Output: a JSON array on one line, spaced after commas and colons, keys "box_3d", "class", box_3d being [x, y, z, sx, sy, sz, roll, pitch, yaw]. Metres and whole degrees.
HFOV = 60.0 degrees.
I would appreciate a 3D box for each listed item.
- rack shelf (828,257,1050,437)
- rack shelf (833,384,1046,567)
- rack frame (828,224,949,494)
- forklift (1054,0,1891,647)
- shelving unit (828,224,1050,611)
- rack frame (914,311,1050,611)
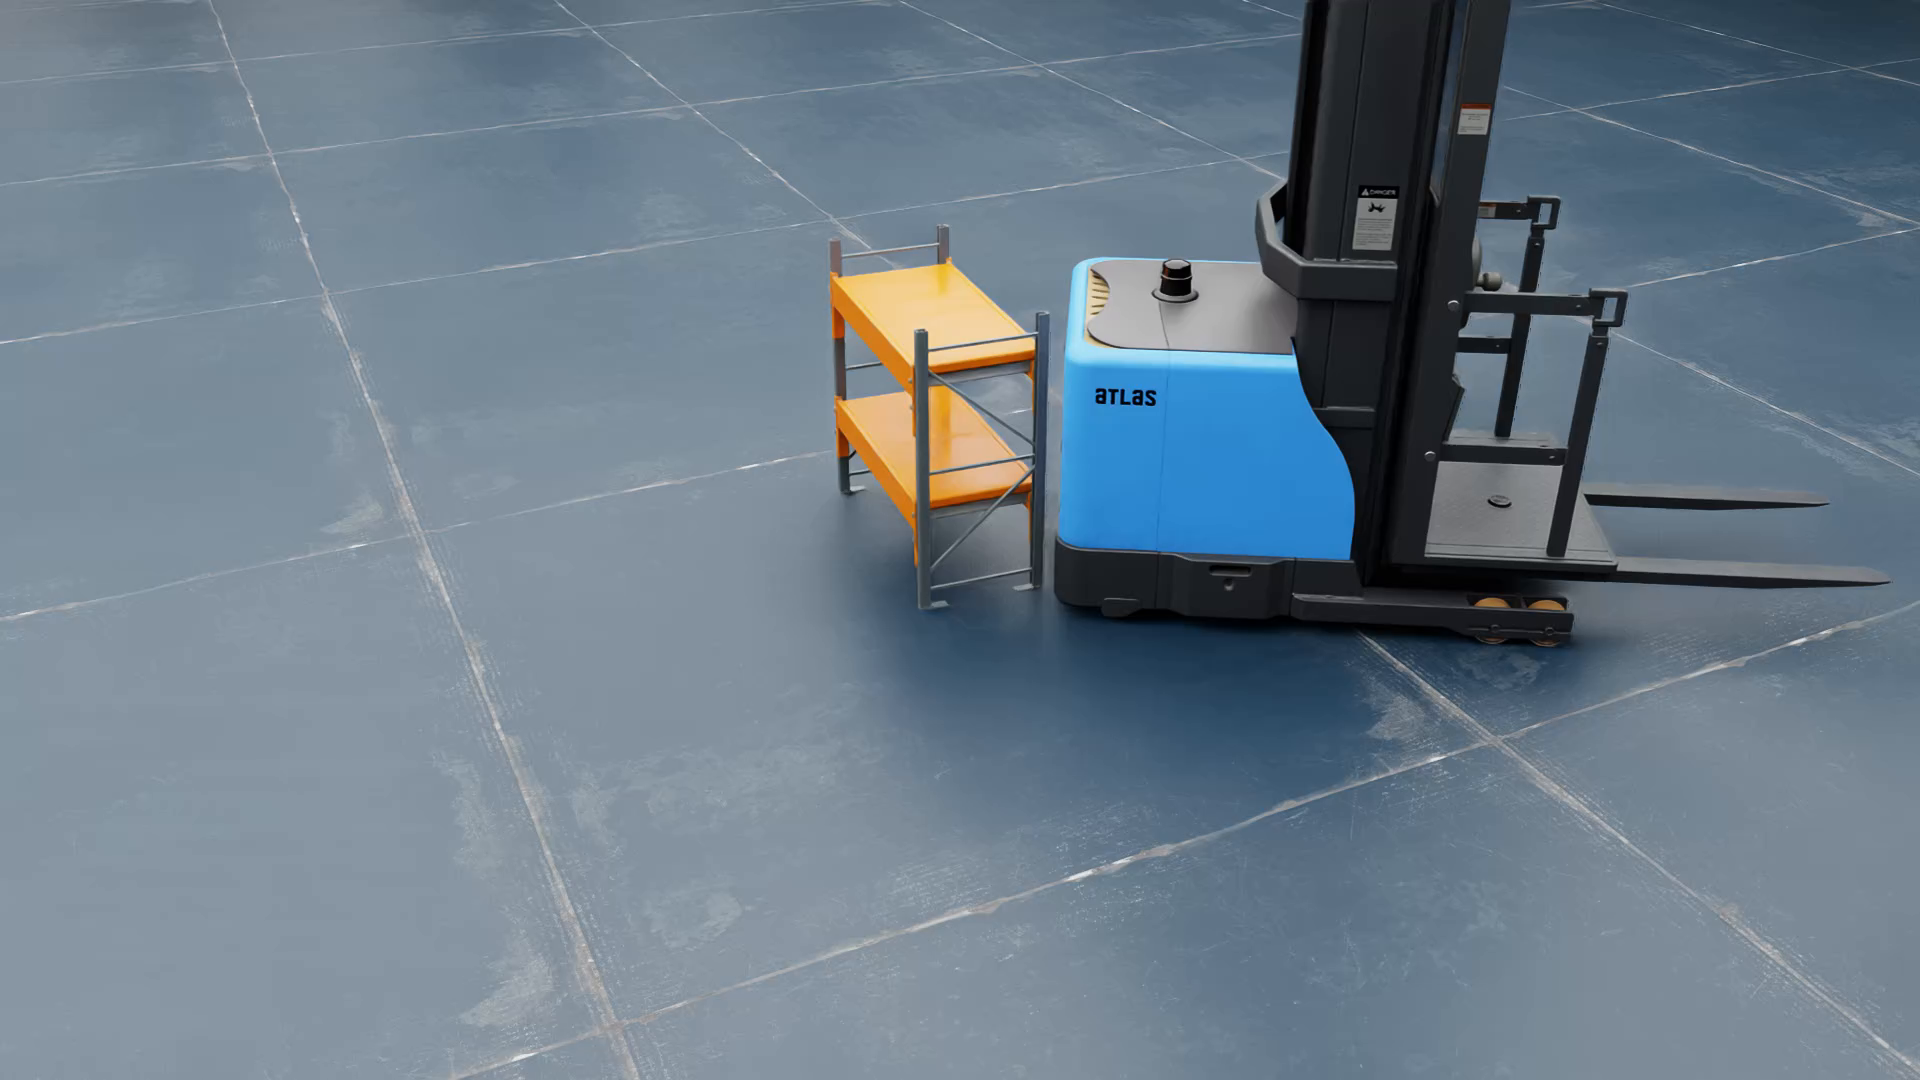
[{"box_3d": [-0.101, -0.761, 6.359, 0.538, 0.278, 1.000, -11, 31, -18], "class": "rack shelf"}, {"box_3d": [-0.101, -0.293, 6.622, 0.538, 0.278, 1.000, -11, 31, -18], "class": "rack shelf"}, {"box_3d": [-0.282, -0.738, 6.917, 0.500, 1.125, 0.032, -11, 31, -18], "class": "rack frame"}, {"box_3d": [1.900, -1.163, 5.828, 3.031, 2.935, 1.130, 3, 29, 5], "class": "forklift"}, {"box_3d": [-0.101, -0.506, 6.502, 0.538, 1.125, 1.048, -11, 31, -18], "class": "shelving unit"}, {"box_3d": [0.079, -0.273, 6.088, 0.500, 1.125, 0.032, -11, 31, -18], "class": "rack frame"}]
